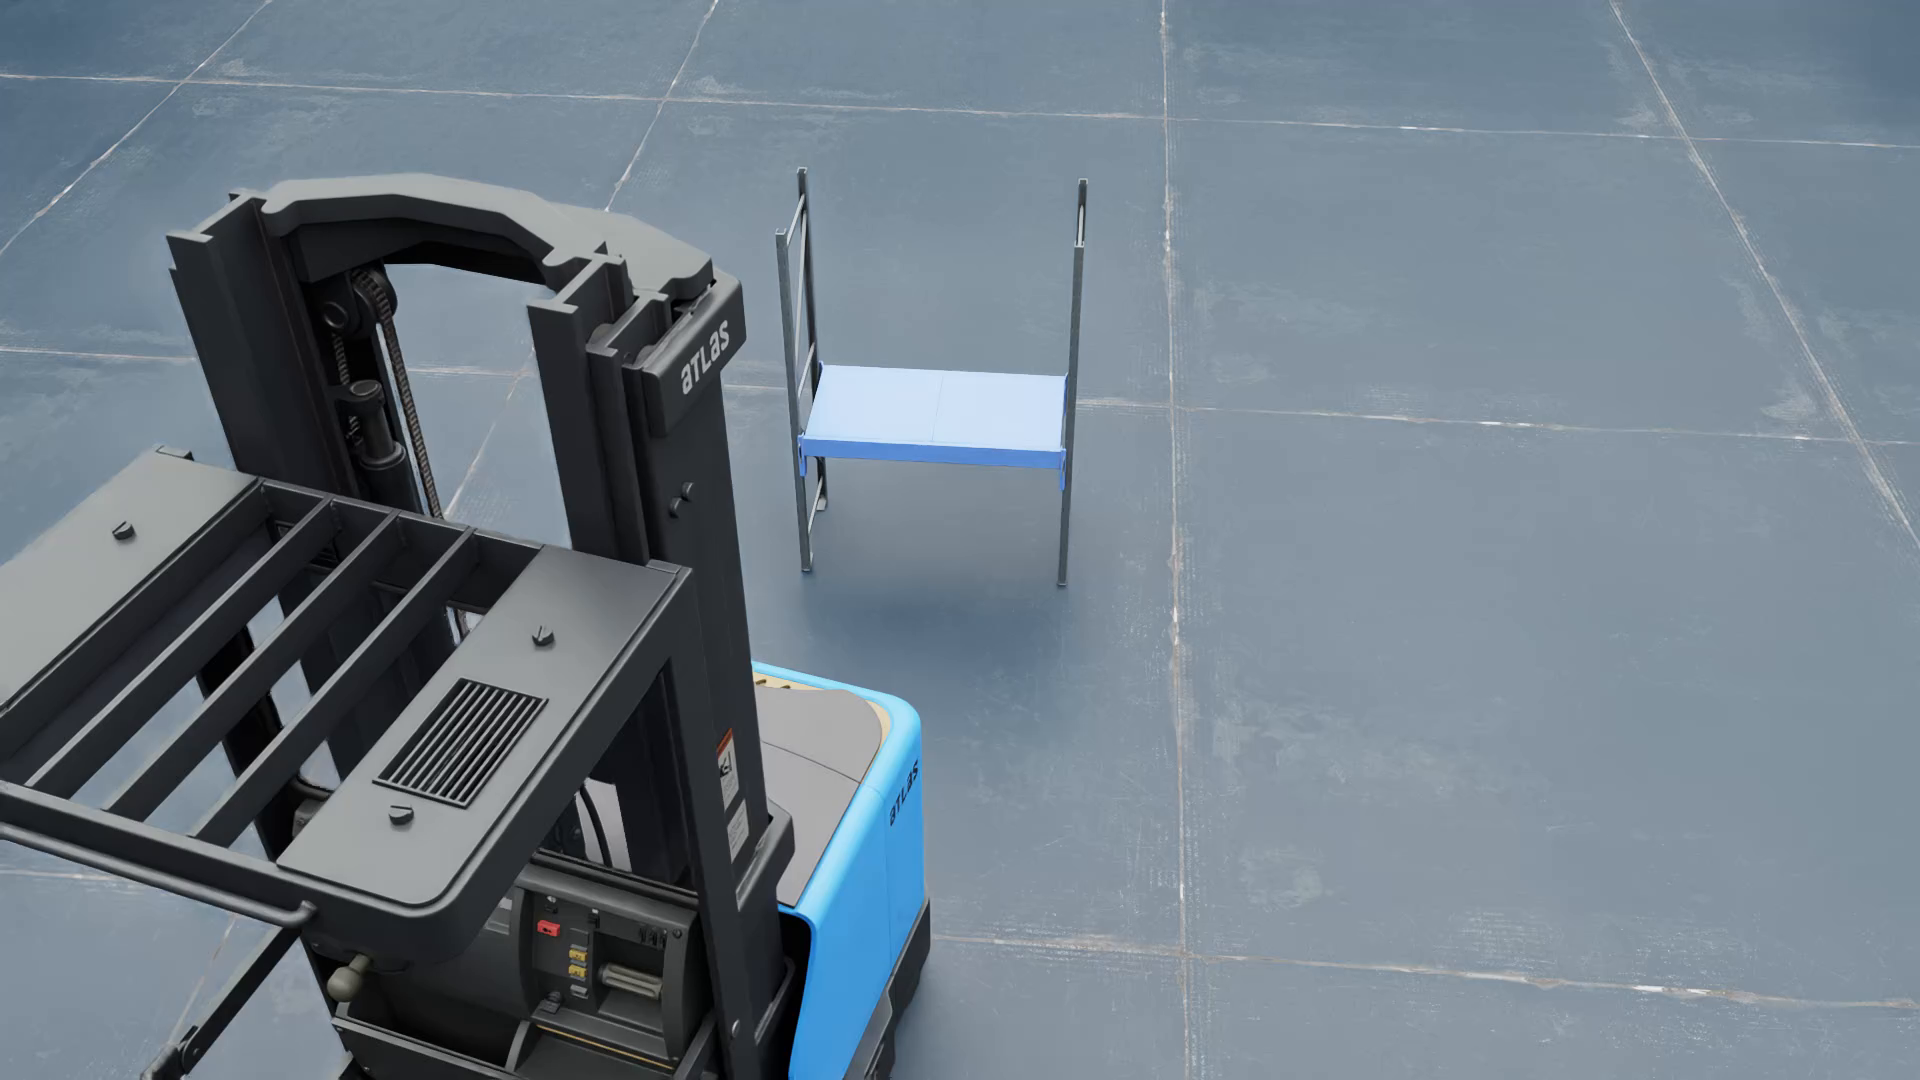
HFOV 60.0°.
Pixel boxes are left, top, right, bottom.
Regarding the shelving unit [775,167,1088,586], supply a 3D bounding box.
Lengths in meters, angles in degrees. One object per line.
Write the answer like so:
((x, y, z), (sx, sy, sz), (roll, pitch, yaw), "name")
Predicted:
((-0.085, -0.586, 6.282), (1.048, 1.500, 0.538), (3, 39, 4), "shelving unit")

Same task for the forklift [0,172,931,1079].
((-1.053, 0.913, 3.306), (1.130, 2.935, 3.031), (12, 41, 15), "forklift")

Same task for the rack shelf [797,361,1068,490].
((-0.085, -0.447, 6.396), (1.000, 0.185, 0.538), (3, 39, 4), "rack shelf")

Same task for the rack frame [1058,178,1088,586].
((0.421, -0.559, 6.248), (0.032, 1.500, 0.500), (3, 39, 4), "rack frame")

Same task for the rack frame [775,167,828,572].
((-0.591, -0.614, 6.316), (0.032, 1.500, 0.500), (3, 39, 4), "rack frame")
